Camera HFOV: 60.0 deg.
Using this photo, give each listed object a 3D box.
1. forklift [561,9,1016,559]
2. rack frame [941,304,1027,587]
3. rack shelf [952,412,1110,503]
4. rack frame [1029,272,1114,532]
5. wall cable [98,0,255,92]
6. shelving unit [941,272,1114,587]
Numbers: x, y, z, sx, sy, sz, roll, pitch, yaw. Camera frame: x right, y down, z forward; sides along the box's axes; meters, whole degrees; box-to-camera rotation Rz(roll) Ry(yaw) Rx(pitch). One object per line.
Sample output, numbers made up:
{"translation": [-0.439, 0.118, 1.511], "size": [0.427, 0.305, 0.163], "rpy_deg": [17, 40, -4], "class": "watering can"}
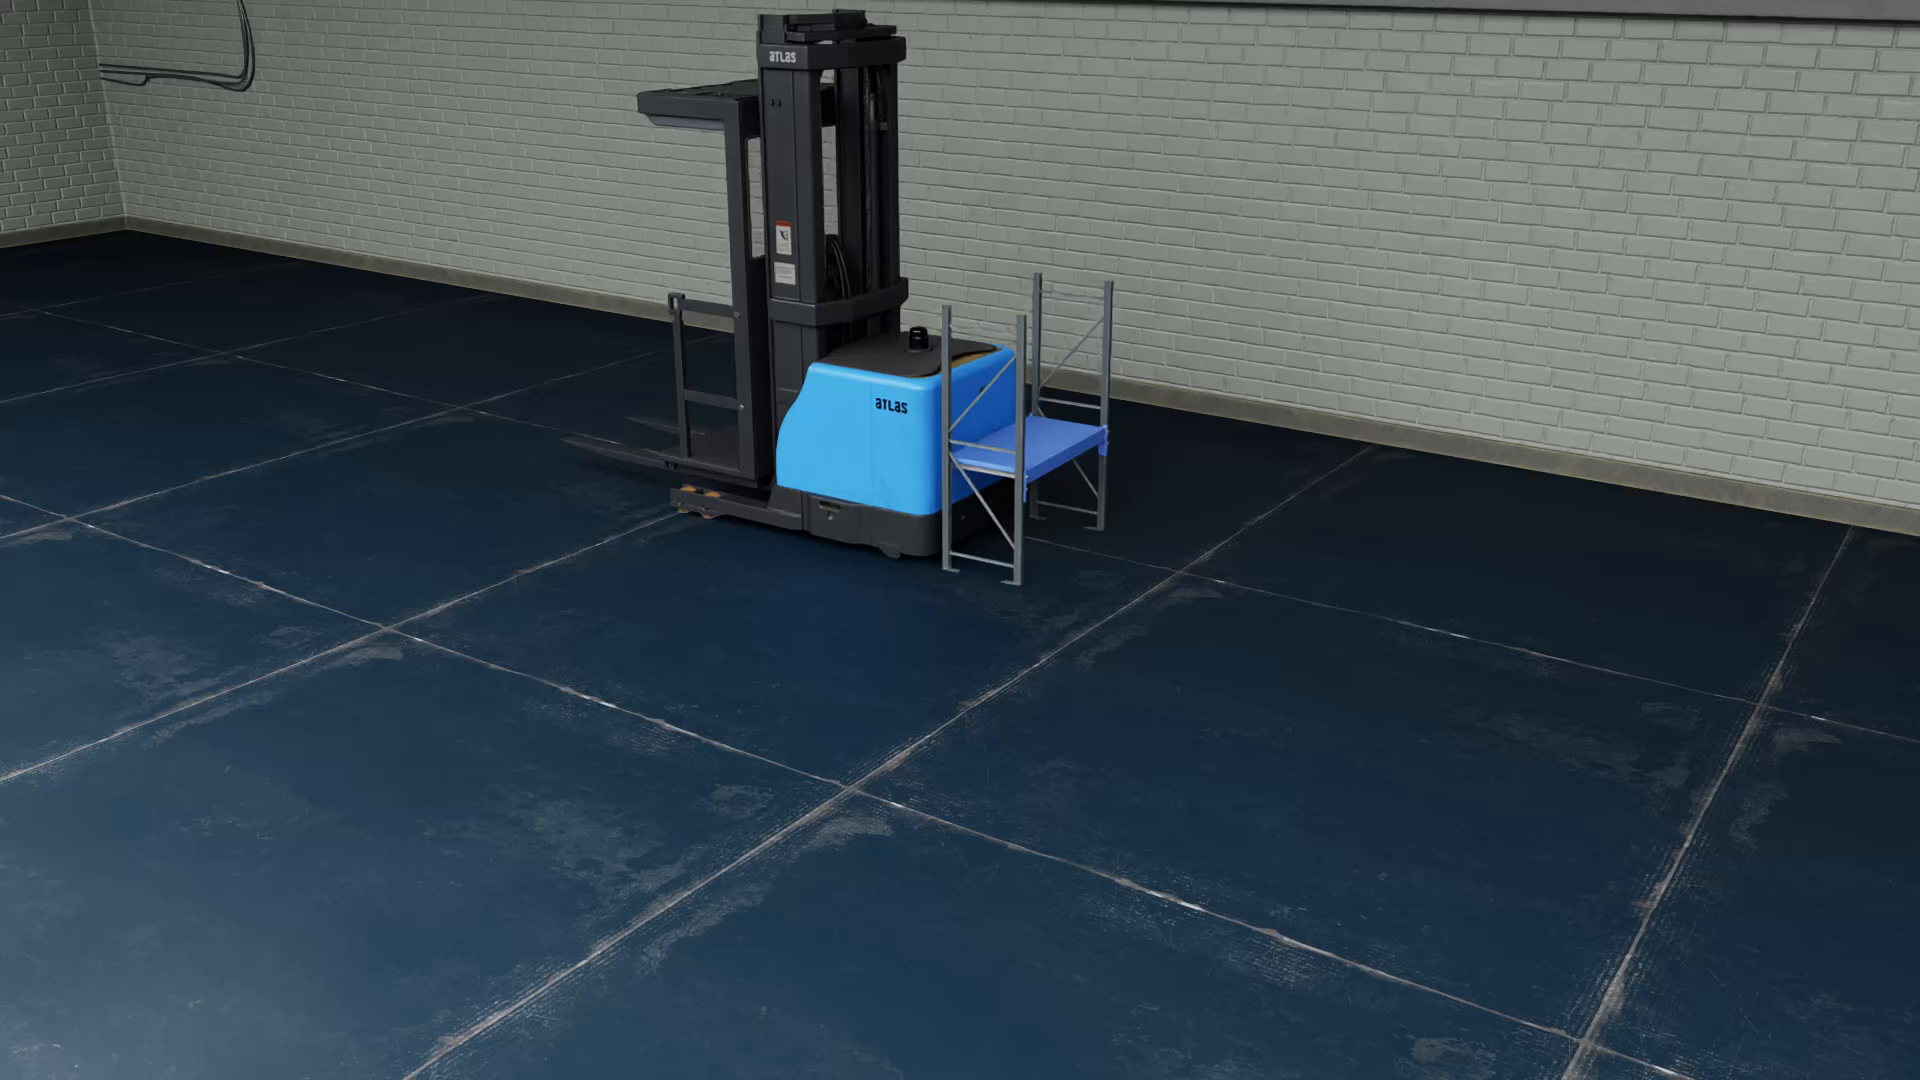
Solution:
{"translation": [-1.172, -1.639, 9.970], "size": [3.031, 2.935, 1.130], "rpy_deg": [13, 24, 31], "class": "forklift"}
{"translation": [0.124, -0.498, 8.949], "size": [0.500, 1.500, 0.032], "rpy_deg": [12, 23, 29], "class": "rack frame"}
{"translation": [0.385, -0.481, 9.421], "size": [0.538, 0.185, 1.000], "rpy_deg": [12, 23, 29], "class": "rack shelf"}
{"translation": [0.646, -0.801, 9.767], "size": [0.500, 1.500, 0.032], "rpy_deg": [12, 23, 29], "class": "rack frame"}
{"translation": [-8.696, -6.160, 17.924], "size": [3.097, 2.526, 0.112], "rpy_deg": [13, 24, 32], "class": "wall cable"}
{"translation": [0.385, -0.649, 9.358], "size": [0.538, 1.500, 1.048], "rpy_deg": [12, 23, 29], "class": "shelving unit"}
